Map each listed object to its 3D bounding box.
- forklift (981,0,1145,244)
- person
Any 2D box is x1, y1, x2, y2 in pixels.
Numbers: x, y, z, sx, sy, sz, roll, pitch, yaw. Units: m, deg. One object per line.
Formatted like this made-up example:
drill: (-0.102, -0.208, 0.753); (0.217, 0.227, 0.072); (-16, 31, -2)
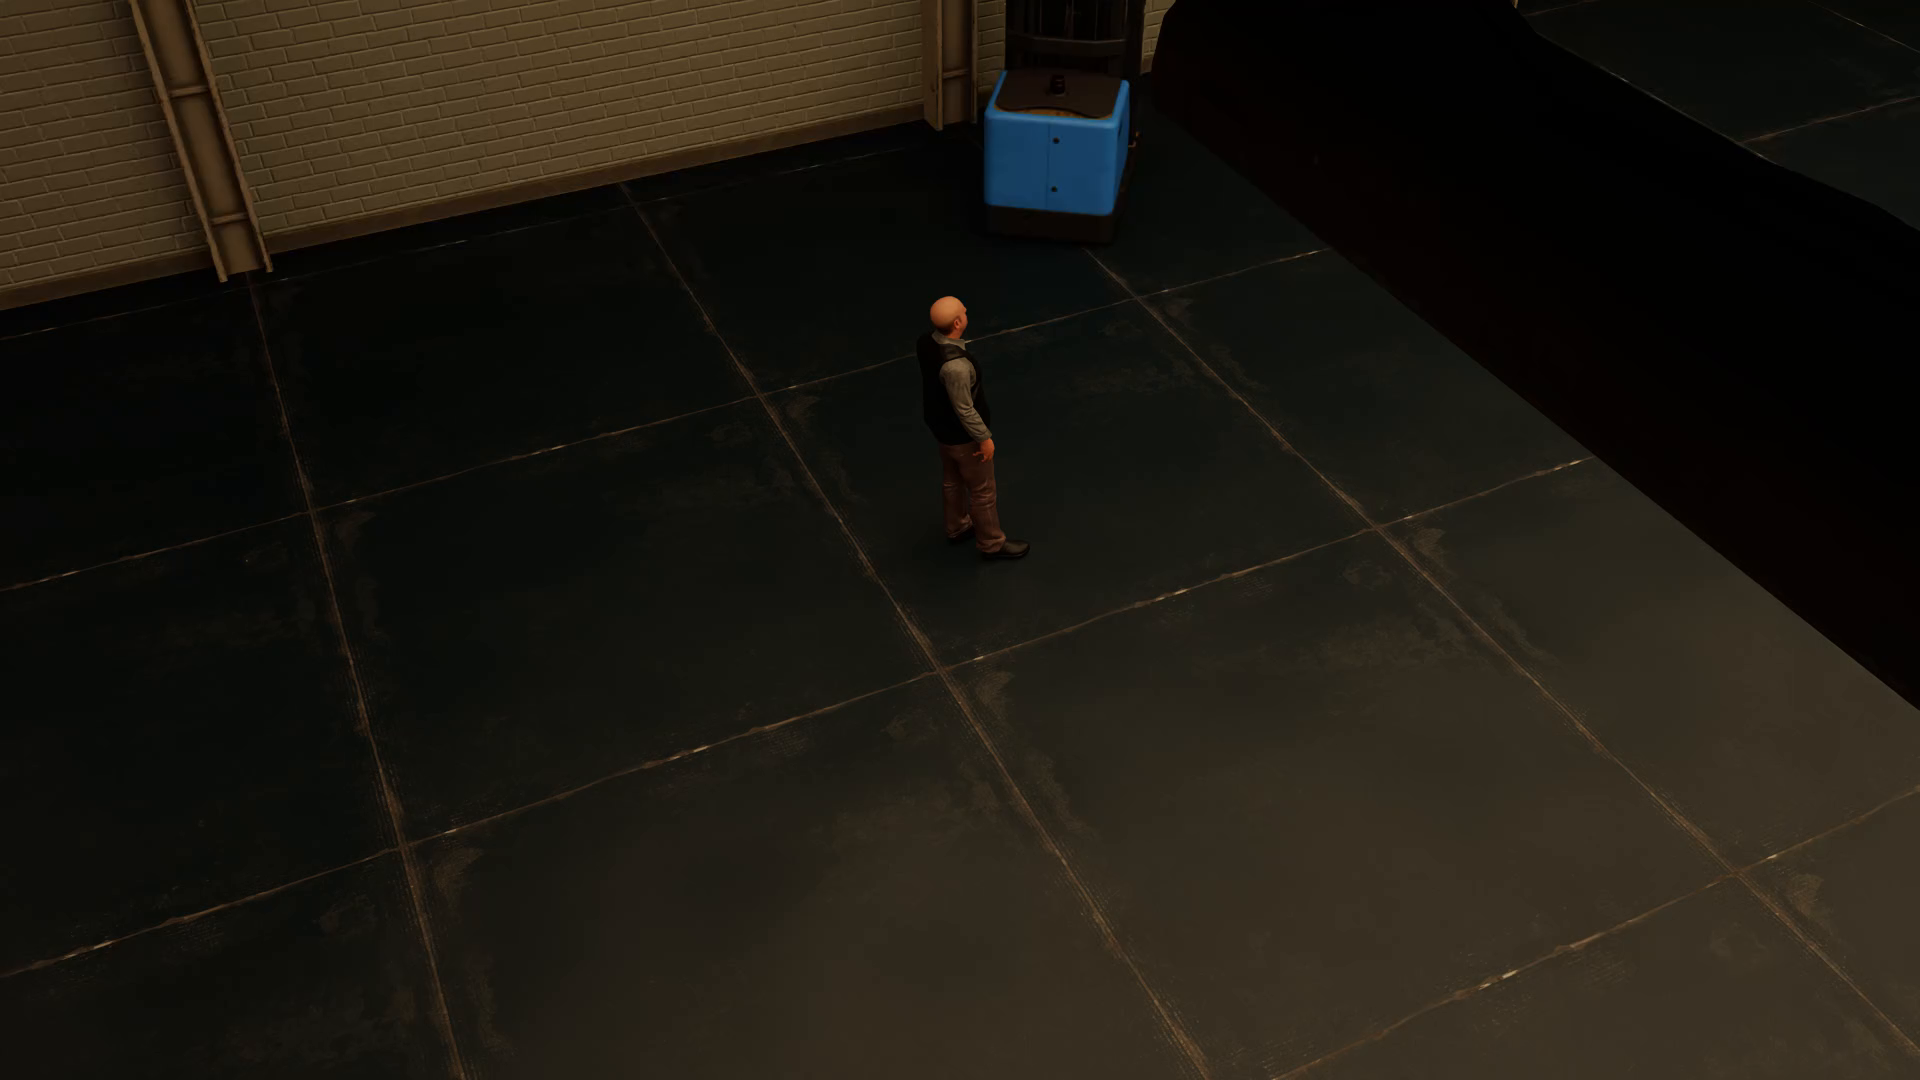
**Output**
forklift: (0.951, -4.384, 13.269); (1.130, 2.935, 3.031); (7, 40, 8)
person: (0.067, -0.682, 9.766); (0.551, 1.722, 0.633); (-17, 43, -19)
